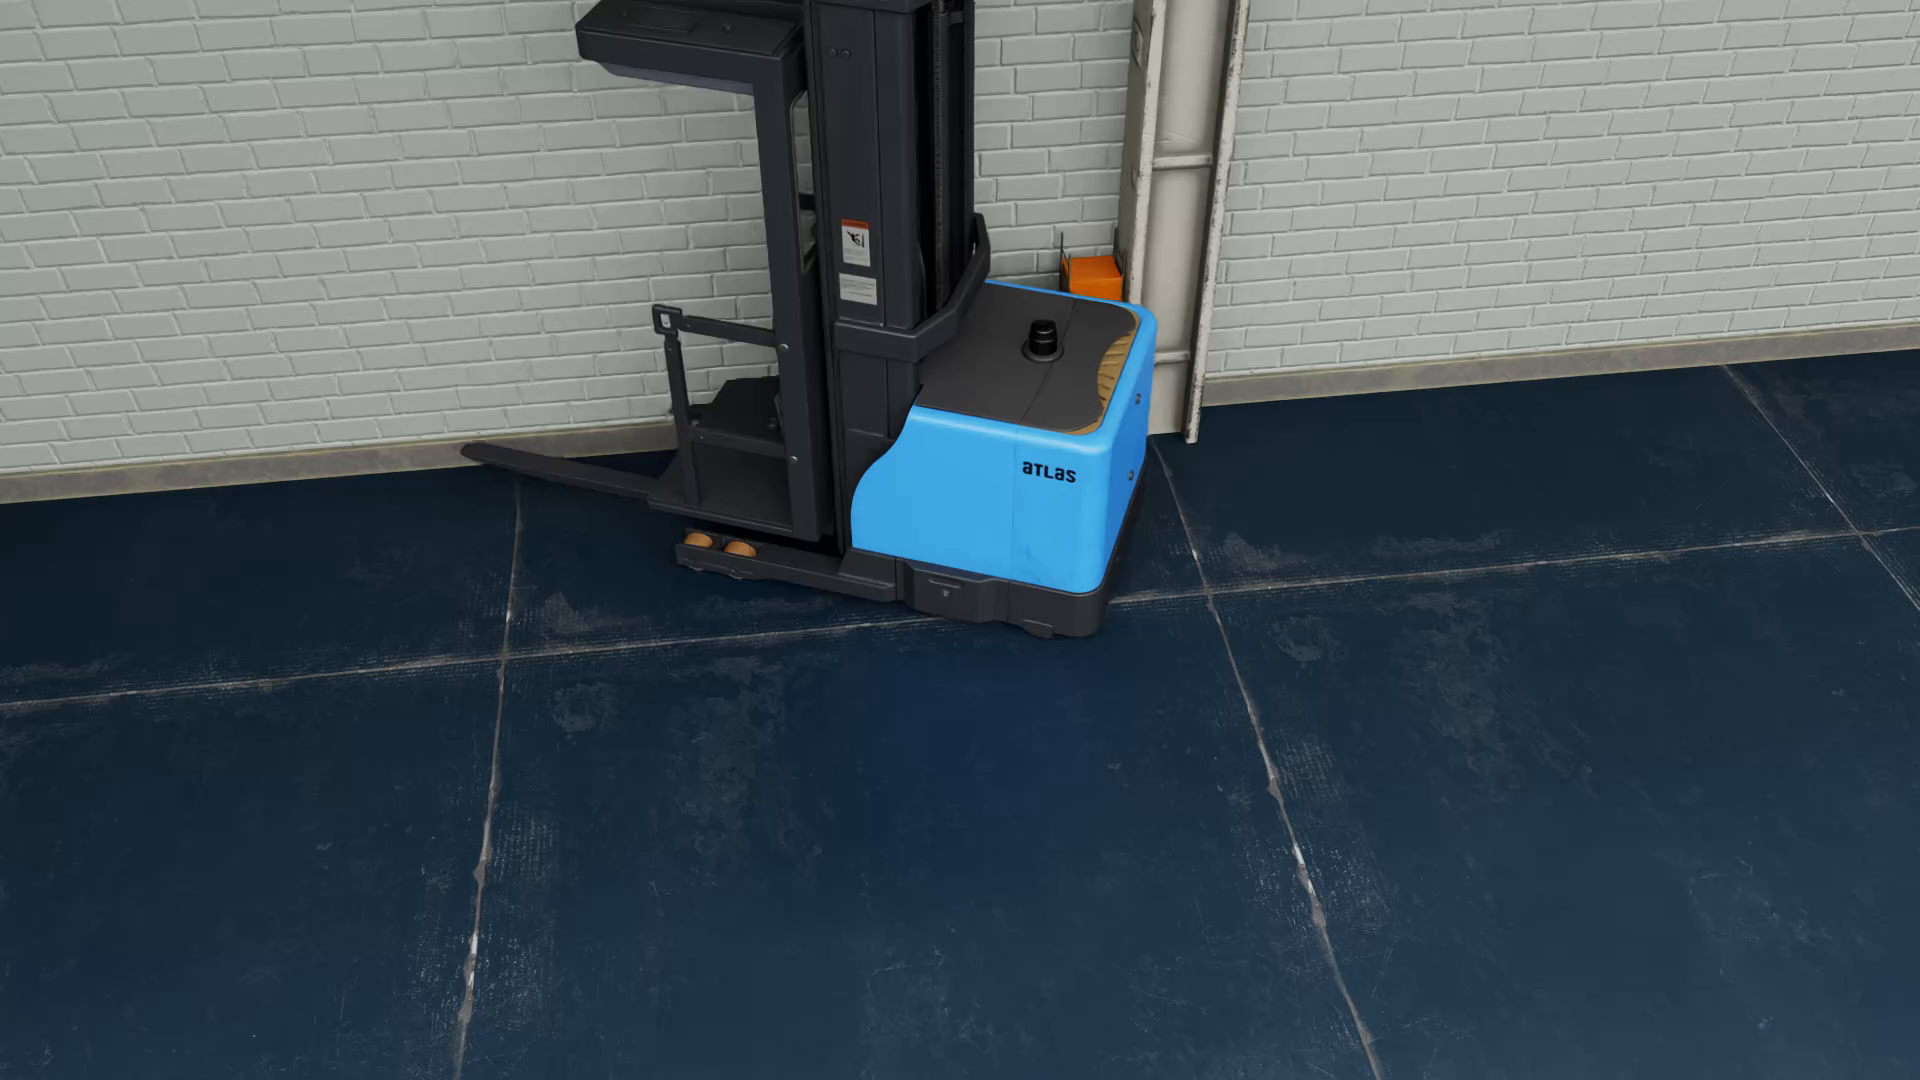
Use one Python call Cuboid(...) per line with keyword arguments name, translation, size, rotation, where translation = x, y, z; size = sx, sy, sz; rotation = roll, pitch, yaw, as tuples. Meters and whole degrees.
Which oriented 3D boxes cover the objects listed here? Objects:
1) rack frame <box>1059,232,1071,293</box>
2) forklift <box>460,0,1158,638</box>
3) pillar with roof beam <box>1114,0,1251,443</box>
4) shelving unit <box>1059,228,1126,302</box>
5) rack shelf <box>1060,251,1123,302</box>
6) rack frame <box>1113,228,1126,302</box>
Cuboid(name="rack frame", translation=(0.471, -0.911, 7.686), size=(0.008, 1.050, 0.200), rotation=(-5, 40, -6))
Cuboid(name="forklift", translation=(-0.737, -1.244, 6.656), size=(3.031, 2.935, 1.130), rotation=(11, 43, 12))
Cuboid(name="pillar with roof beam", translation=(1.482, -1.037, 1.896), size=(0.400, 9.000, 9.100), rotation=(-5, 42, -6))
Cuboid(name="shelving unit", translation=(0.592, -0.923, 7.699), size=(0.252, 1.050, 0.215), rotation=(-5, 40, -6))
Cuboid(name="rack shelf", translation=(0.591, -1.131, 7.522), size=(0.240, 0.259, 0.215), rotation=(-5, 40, -6))
Cuboid(name="rack frame", translation=(0.713, -0.934, 7.712), size=(0.008, 1.050, 0.200), rotation=(-5, 40, -6))
